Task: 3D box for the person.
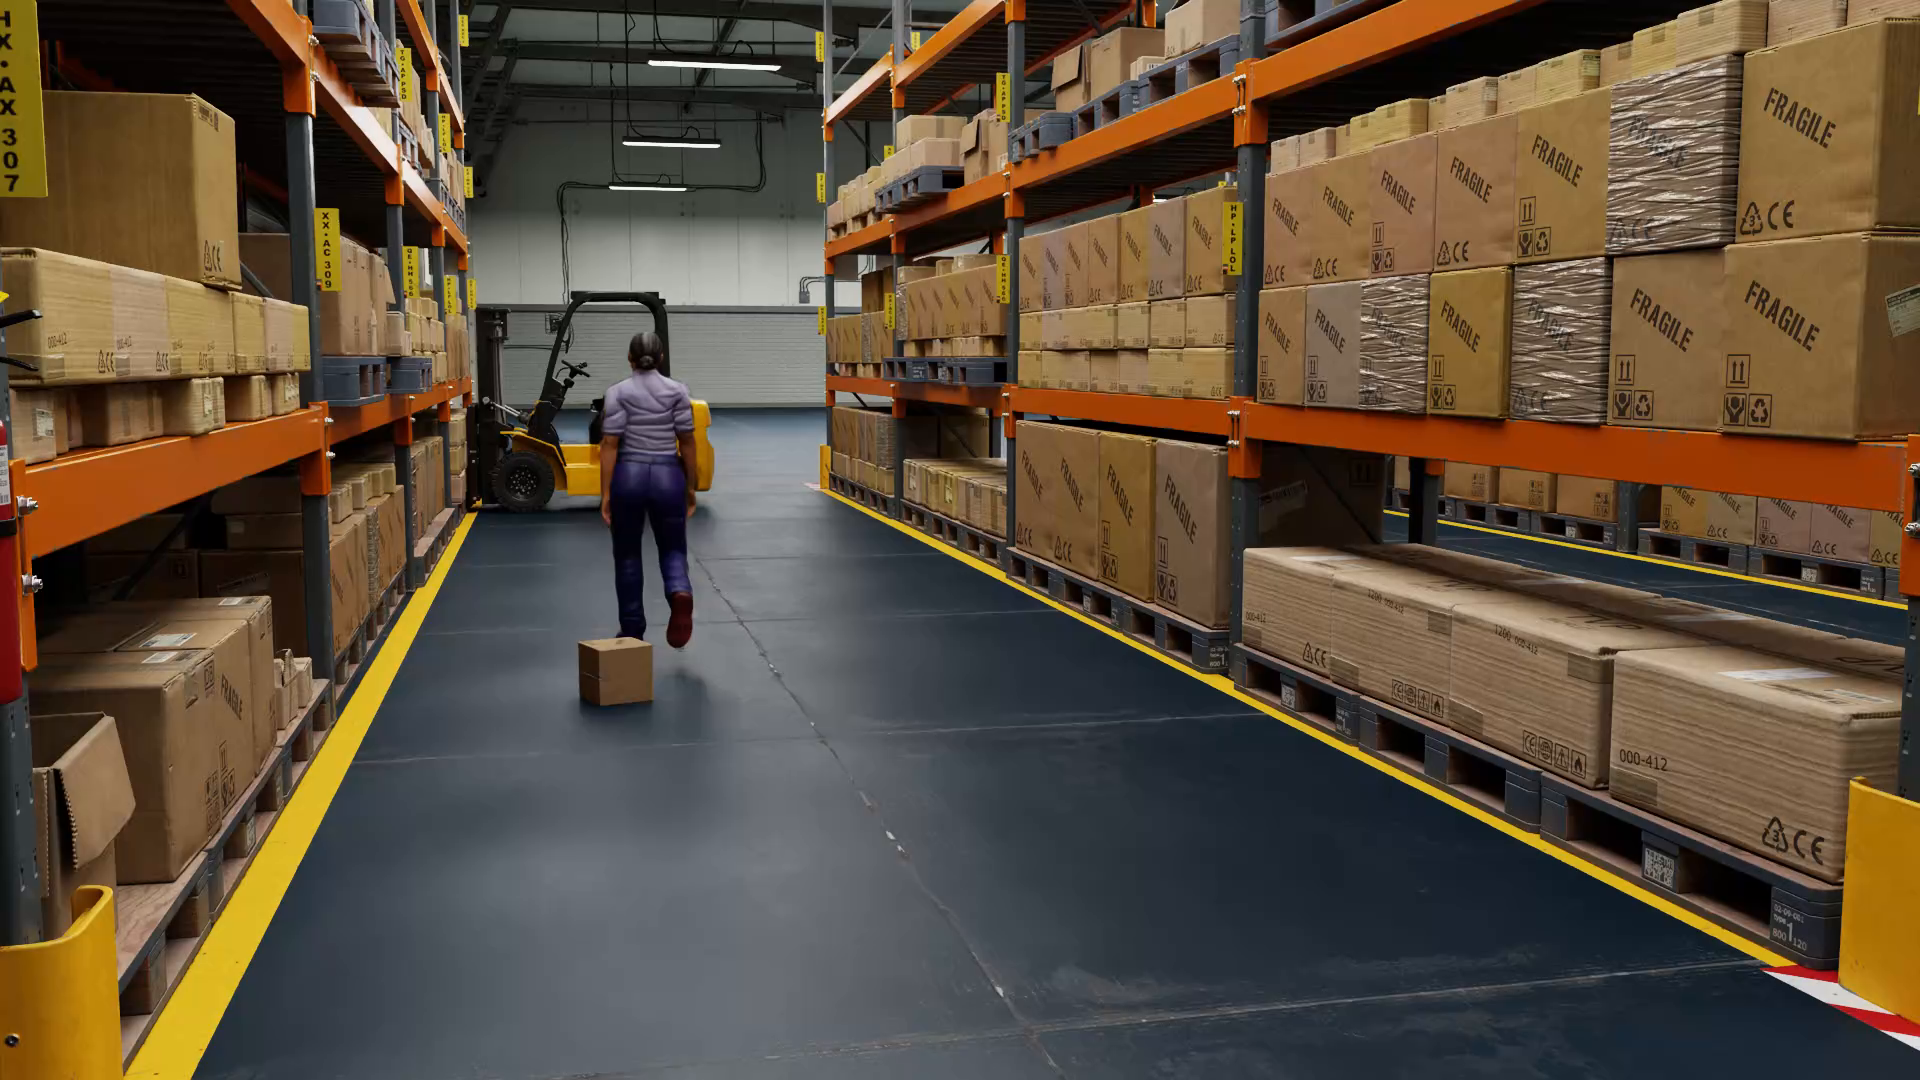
[{"bbox_3d":[-1.567,-0.245,8.415,0.498,1.617,0.654,-2,7,-19],"label":"person"}]
